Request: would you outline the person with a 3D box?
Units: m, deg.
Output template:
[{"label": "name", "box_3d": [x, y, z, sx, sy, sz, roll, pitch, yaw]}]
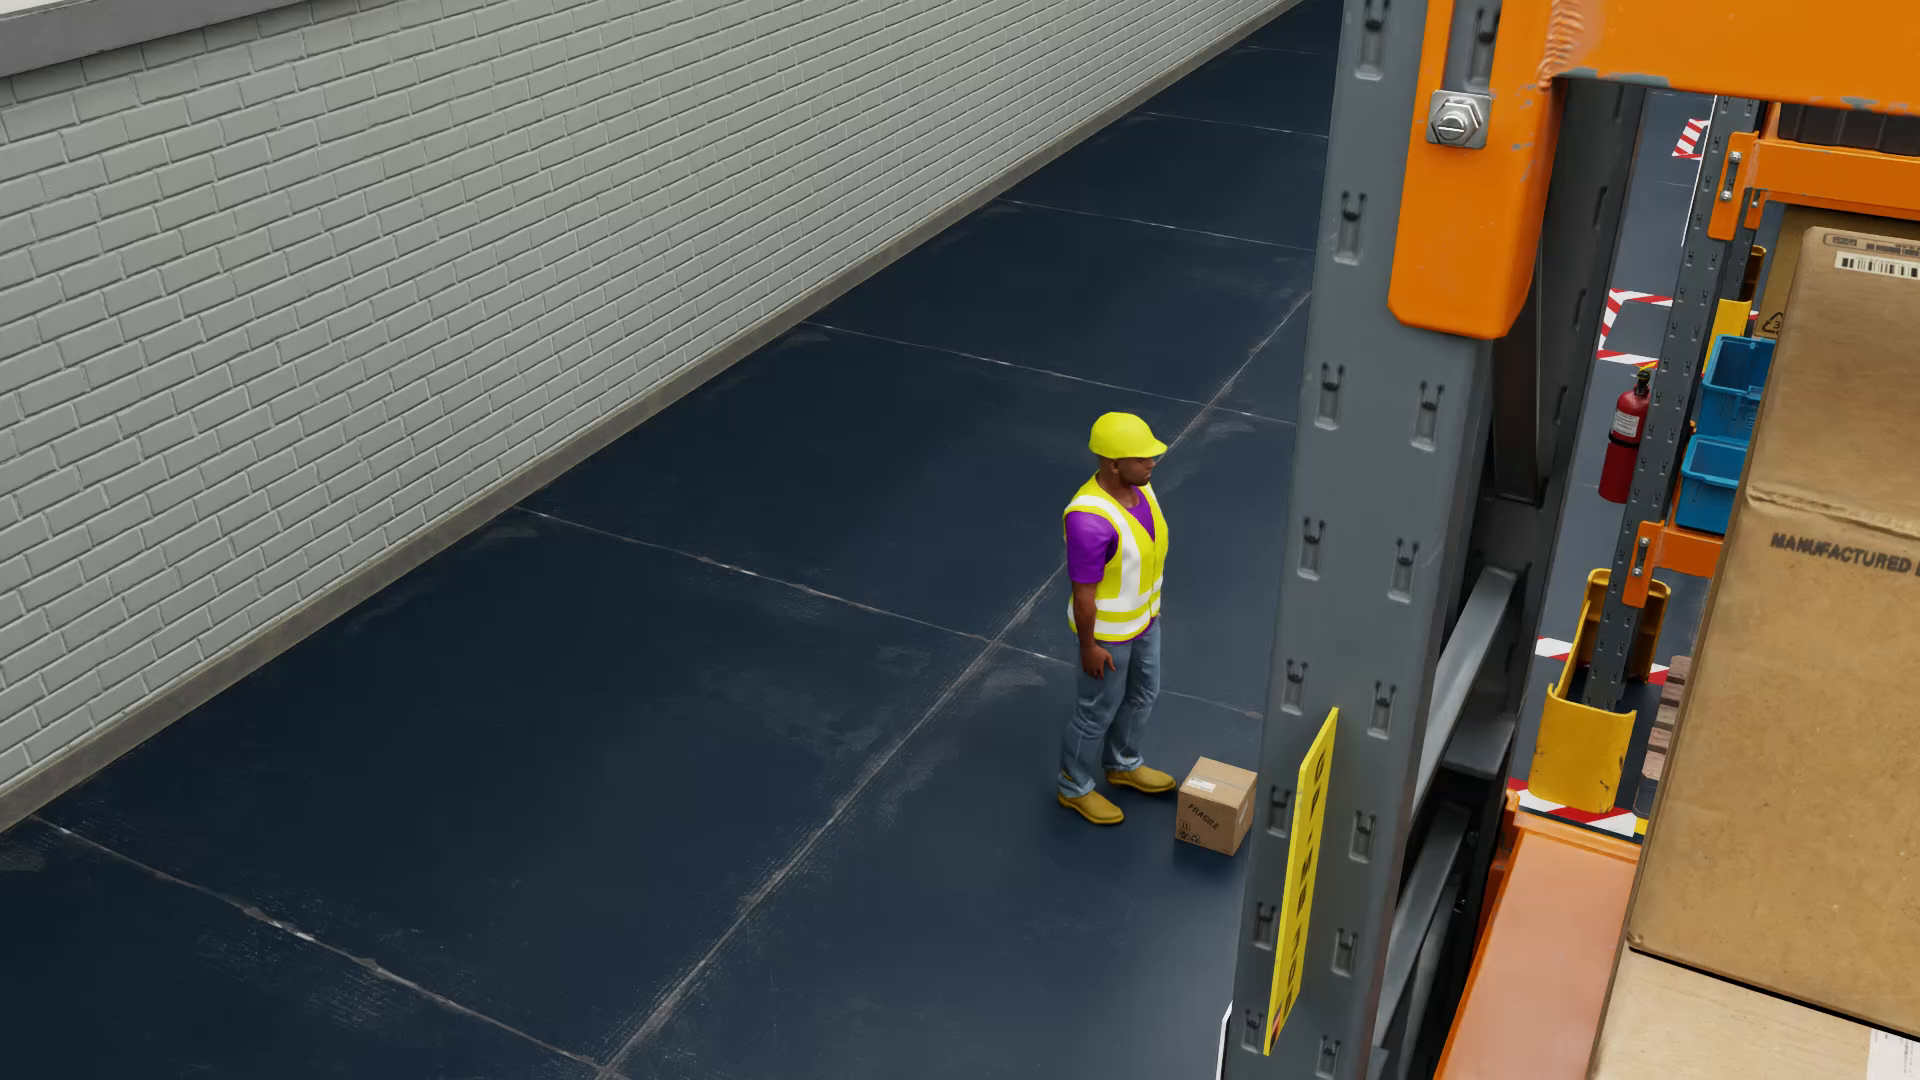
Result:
[{"label": "person", "box_3d": [0.645, 0.315, 6.564, 0.429, 1.765, 0.567, 15, 33, 24]}]
